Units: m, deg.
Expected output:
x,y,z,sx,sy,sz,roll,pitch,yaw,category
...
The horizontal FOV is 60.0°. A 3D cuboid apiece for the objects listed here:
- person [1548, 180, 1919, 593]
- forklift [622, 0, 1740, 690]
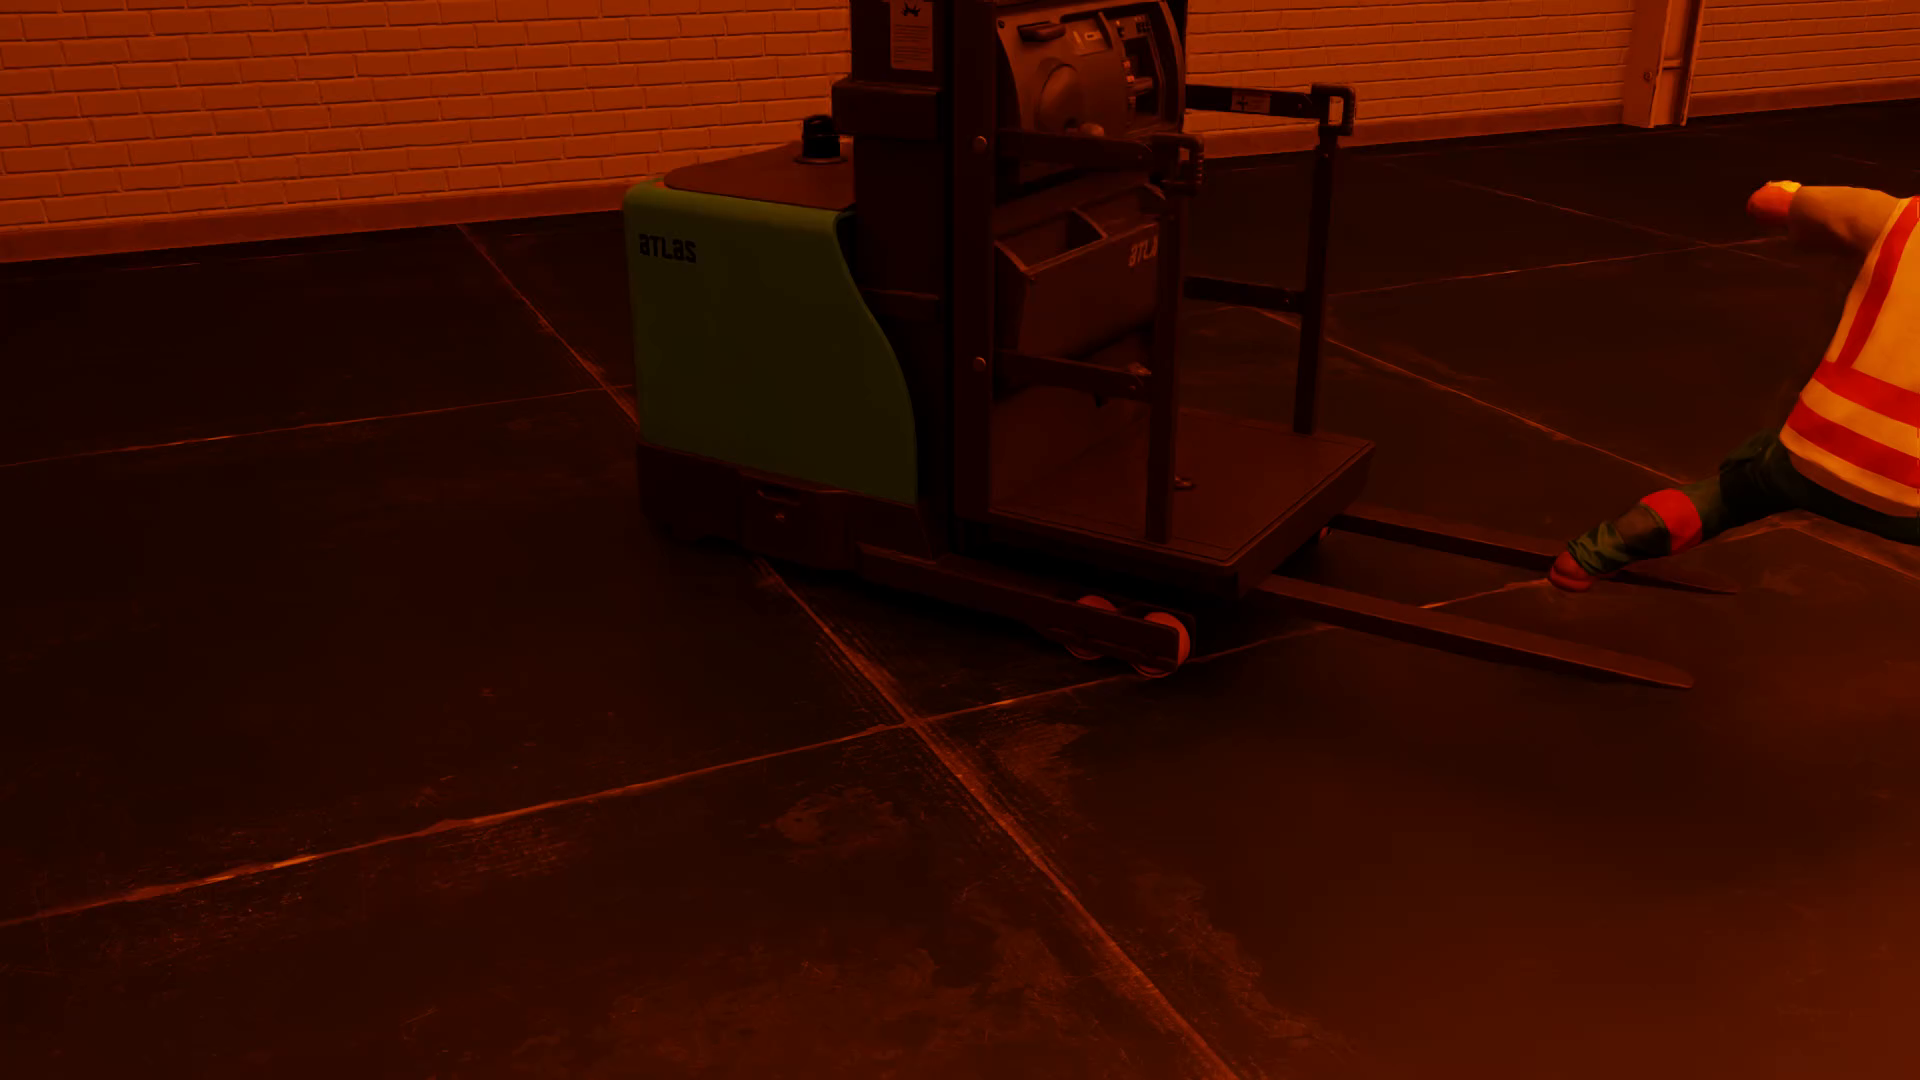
x,y,z,sx,sy,sz,roll,pitch,yaw,category
2.225,-0.273,3.923,0.905,1.433,1.272,-20,30,-39,person
0.533,-1.233,4.253,3.031,2.935,1.130,14,26,29,forklift
